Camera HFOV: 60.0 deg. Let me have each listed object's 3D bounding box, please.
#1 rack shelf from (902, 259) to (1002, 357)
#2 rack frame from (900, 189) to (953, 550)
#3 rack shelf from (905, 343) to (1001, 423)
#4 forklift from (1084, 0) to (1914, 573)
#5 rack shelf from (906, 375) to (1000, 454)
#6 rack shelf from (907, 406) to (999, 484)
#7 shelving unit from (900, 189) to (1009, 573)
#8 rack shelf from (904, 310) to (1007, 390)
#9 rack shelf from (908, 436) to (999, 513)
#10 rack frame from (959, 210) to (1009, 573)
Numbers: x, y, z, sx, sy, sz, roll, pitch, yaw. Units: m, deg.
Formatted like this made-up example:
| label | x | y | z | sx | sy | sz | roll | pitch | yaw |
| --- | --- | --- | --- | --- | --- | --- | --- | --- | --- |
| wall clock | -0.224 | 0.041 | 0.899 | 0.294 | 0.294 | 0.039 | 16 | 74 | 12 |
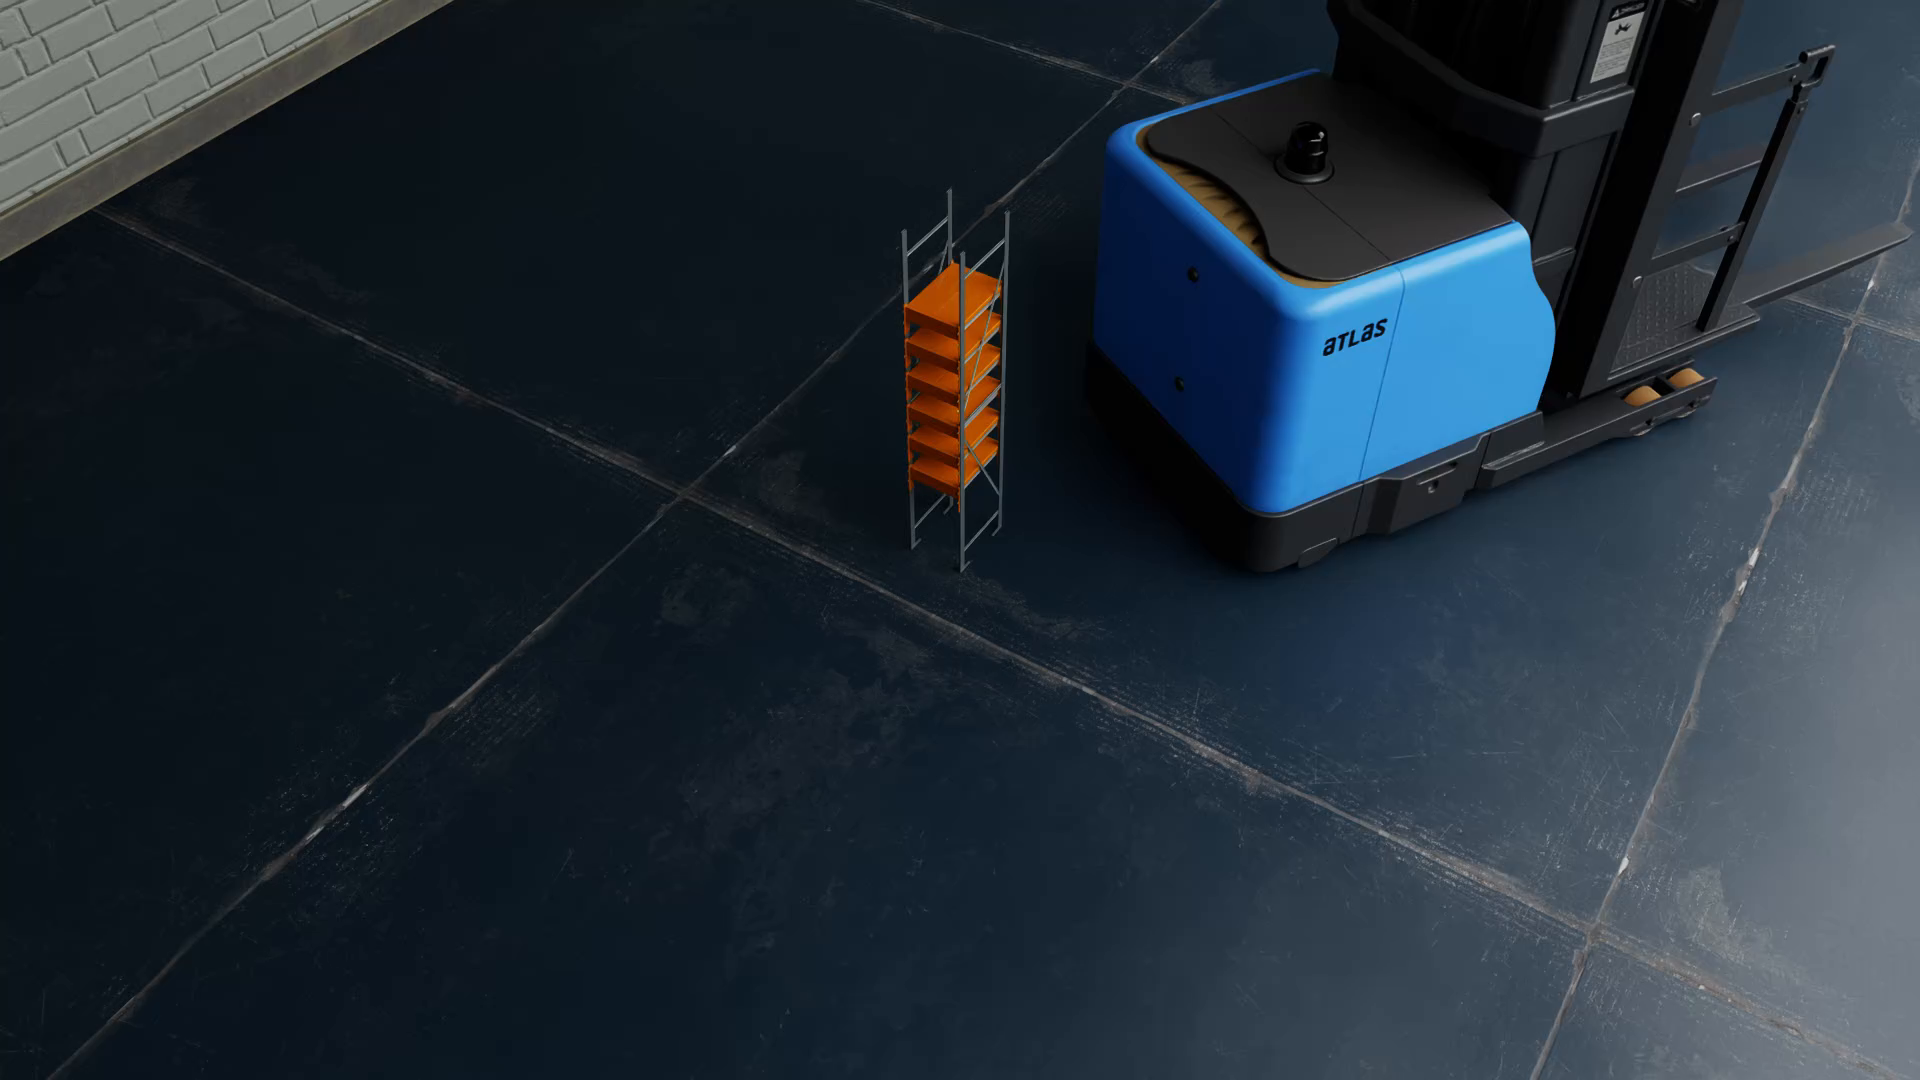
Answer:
| label | x | y | z | sx | sy | sz | roll | pitch | yaw |
| --- | --- | --- | --- | --- | --- | --- | --- | --- | --- |
| rack shelf | -0.012 | -0.644 | 4.599 | 0.180 | 0.103 | 0.258 | 25 | 51 | 22 |
| rack frame | -0.089 | -0.459 | 4.860 | 0.006 | 1.200 | 0.240 | 25 | 51 | 22 |
| rack shelf | -0.012 | -0.476 | 4.771 | 0.180 | 0.103 | 0.258 | 25 | 51 | 22 |
| forklift | 1.965 | -1.686 | 4.845 | 3.031 | 2.935 | 1.130 | -21 | 49 | -19 |
| rack shelf | -0.012 | -0.393 | 4.857 | 0.180 | 0.103 | 0.258 | 25 | 51 | 22 |
| rack shelf | -0.012 | -0.309 | 4.943 | 0.180 | 0.103 | 0.258 | 25 | 51 | 22 |
| shelving unit | -0.012 | -0.424 | 4.825 | 0.189 | 1.200 | 0.258 | 25 | 51 | 22 |
| rack shelf | -0.012 | -0.560 | 4.685 | 0.180 | 0.103 | 0.258 | 25 | 51 | 22 |
| rack shelf | -0.012 | -0.226 | 5.029 | 0.180 | 0.103 | 0.258 | 25 | 51 | 22 |
| rack frame | 0.065 | -0.388 | 4.791 | 0.006 | 1.200 | 0.240 | 25 | 51 | 22 |
